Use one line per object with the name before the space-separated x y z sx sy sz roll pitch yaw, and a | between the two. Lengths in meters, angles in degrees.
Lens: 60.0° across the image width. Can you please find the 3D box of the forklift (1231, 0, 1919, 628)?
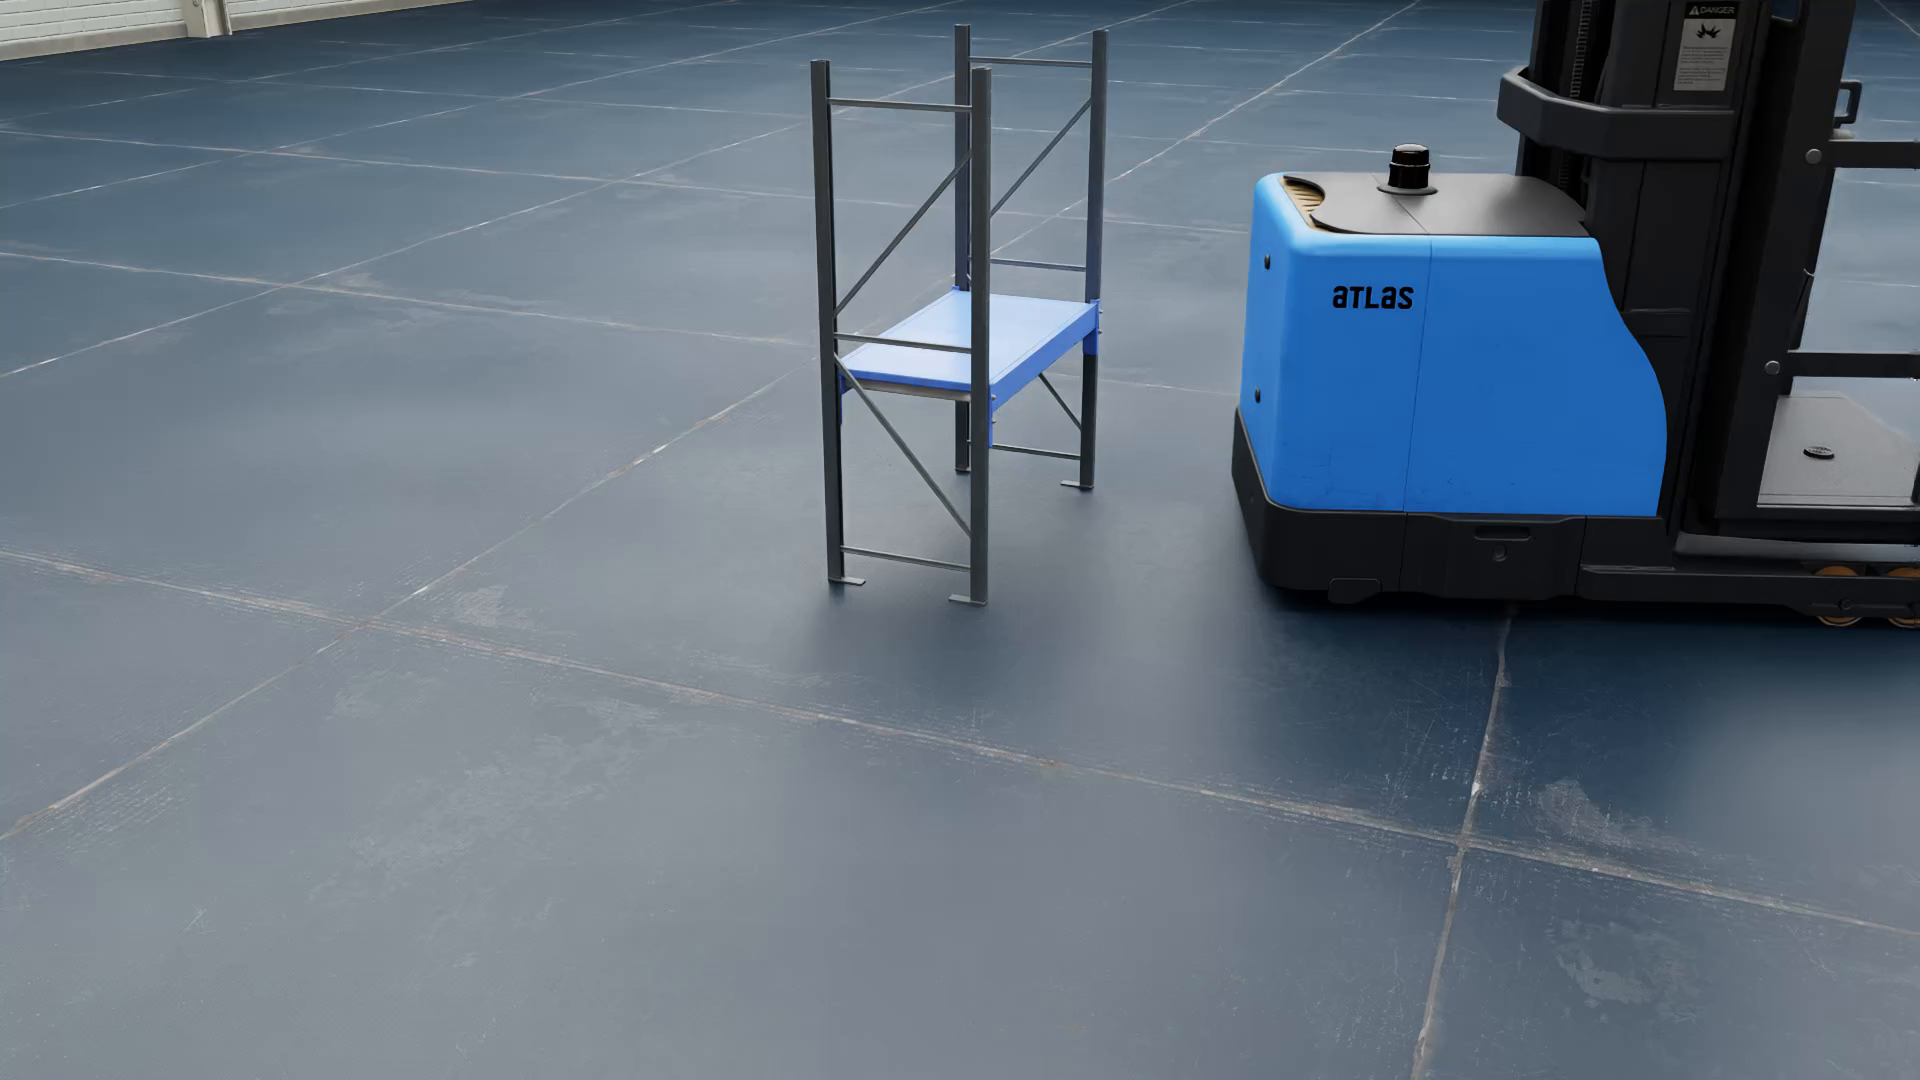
forklift | 2.404 -1.317 4.599 3.031 2.935 1.130 1 23 3

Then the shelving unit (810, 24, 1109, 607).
shelving unit | 0.032 -0.723 5.034 0.538 1.500 1.048 9 24 20

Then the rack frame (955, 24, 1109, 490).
rack frame | 0.220 -0.904 5.470 0.500 1.500 0.032 9 24 20

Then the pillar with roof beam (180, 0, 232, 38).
pillar with roof beam | -4.659 -9.356 15.973 9.100 9.000 0.400 9 24 20

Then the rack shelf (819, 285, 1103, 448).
rack shelf | 0.032 -0.557 5.103 0.538 0.185 1.000 9 24 20

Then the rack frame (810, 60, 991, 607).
rack frame | -0.157 -0.541 4.599 0.500 1.500 0.032 9 24 20
